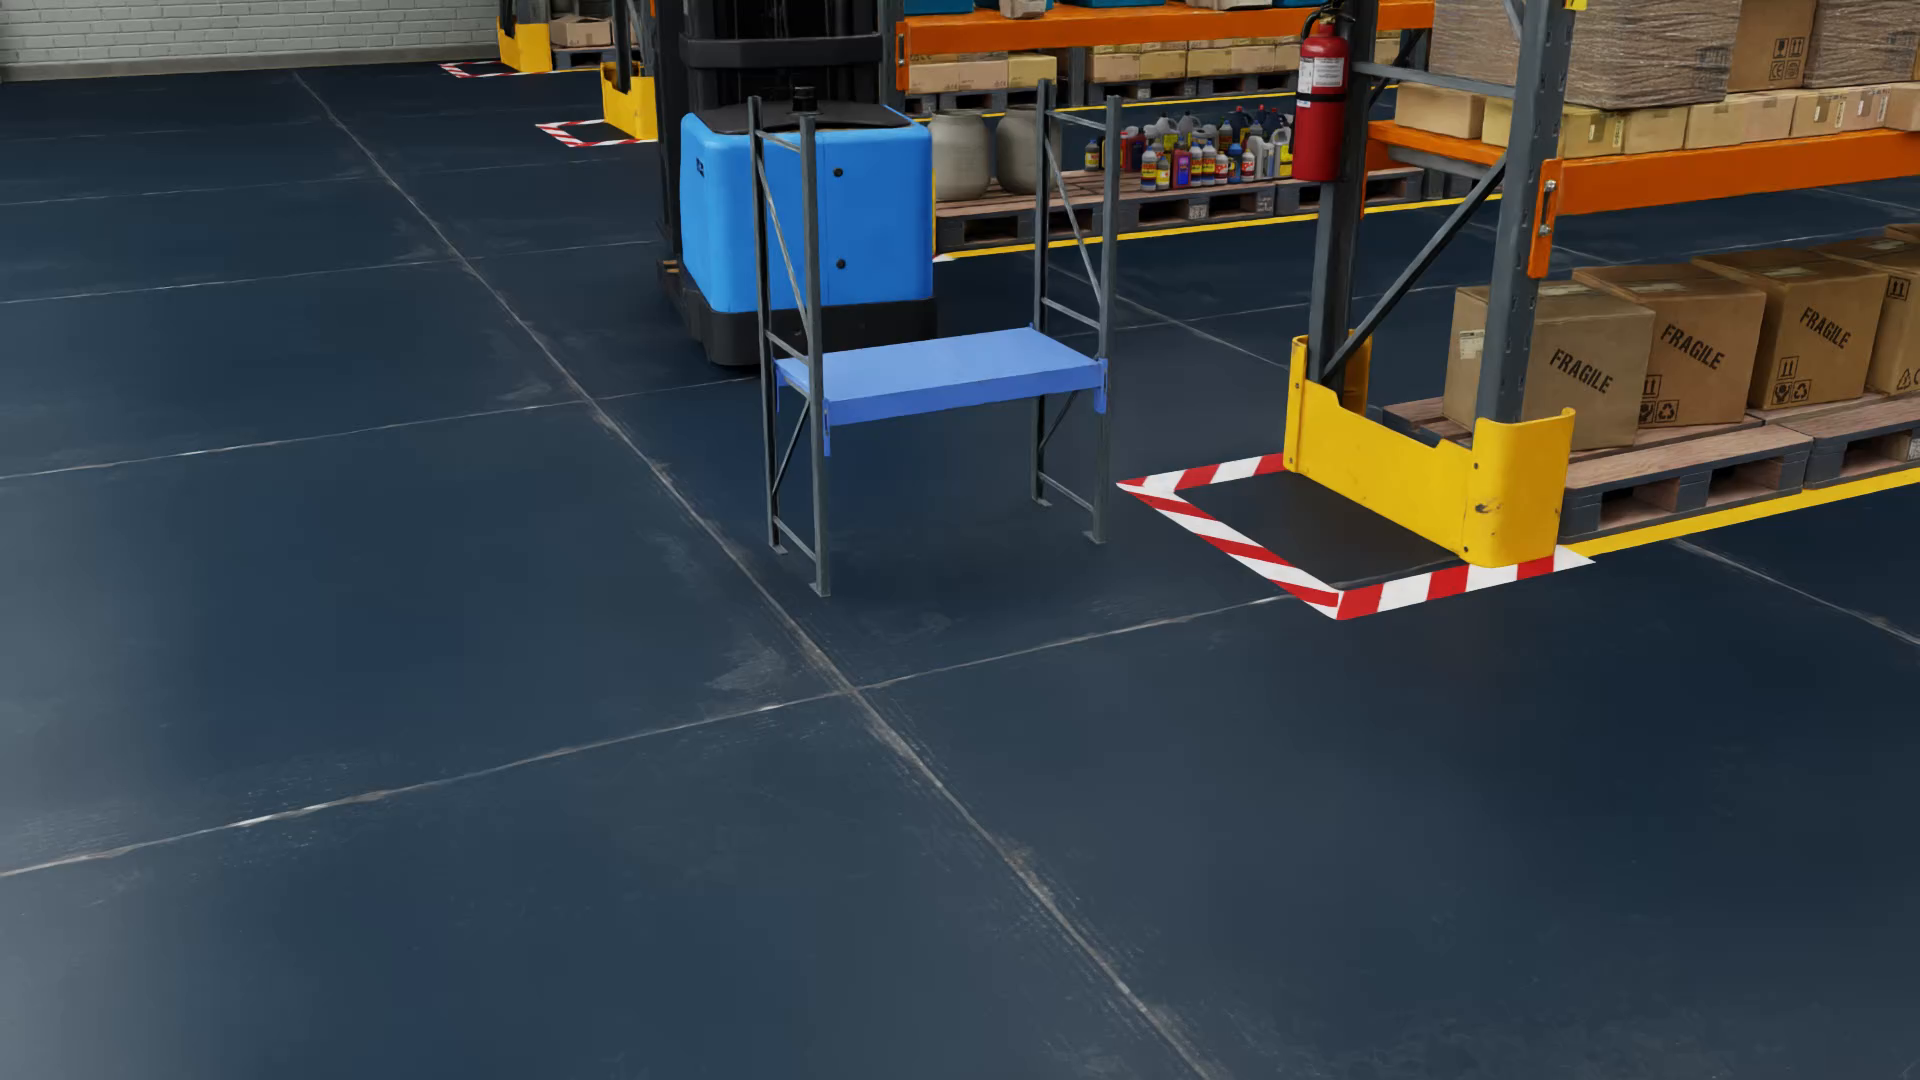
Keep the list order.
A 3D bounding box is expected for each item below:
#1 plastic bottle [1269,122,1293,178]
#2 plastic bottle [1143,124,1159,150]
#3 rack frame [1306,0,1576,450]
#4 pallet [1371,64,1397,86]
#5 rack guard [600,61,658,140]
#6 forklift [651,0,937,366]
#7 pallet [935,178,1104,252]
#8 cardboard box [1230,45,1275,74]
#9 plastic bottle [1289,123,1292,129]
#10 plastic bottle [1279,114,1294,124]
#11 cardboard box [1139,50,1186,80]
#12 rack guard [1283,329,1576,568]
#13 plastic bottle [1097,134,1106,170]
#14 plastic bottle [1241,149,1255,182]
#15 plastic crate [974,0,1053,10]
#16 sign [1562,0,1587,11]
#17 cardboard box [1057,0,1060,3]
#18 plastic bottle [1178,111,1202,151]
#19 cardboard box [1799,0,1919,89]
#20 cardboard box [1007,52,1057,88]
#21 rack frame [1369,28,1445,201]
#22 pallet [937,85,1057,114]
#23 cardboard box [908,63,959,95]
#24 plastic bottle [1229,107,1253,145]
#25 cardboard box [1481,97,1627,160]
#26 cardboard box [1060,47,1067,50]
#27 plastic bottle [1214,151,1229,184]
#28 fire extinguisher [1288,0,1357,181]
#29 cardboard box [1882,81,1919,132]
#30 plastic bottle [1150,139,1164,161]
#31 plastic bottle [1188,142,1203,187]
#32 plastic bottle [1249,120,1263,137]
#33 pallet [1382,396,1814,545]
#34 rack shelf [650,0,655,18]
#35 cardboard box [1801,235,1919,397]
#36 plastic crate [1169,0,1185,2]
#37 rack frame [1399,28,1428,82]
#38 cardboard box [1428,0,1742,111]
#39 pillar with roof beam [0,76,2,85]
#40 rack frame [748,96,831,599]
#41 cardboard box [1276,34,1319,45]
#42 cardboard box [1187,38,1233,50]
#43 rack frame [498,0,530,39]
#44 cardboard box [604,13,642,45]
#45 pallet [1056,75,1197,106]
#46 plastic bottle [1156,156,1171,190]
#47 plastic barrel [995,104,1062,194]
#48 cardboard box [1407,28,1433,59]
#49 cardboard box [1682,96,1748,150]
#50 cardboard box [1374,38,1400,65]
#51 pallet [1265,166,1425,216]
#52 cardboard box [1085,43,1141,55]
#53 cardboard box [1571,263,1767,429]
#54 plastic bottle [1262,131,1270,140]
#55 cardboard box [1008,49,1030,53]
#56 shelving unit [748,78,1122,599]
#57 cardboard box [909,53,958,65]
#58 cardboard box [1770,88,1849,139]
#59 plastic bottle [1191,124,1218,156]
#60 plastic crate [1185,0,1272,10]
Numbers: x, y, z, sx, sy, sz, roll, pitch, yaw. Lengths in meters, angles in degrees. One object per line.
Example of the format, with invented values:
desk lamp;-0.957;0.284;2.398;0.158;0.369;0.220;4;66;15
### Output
plastic bottle;2.107;-2.559;10.899;0.185;0.351;0.144;-11;25;-24
plastic bottle;1.251;-2.664;11.250;0.135;0.276;0.152;-11;25;-25
rack frame;1.570;-1.501;5.455;0.127;3.000;1.000;-10;25;-24
pallet;3.727;-4.831;17.145;1.213;0.211;1.003;-10;25;-24
rack guard;-2.745;-3.757;14.172;0.348;0.500;1.175;-10;25;-24
forklift;-1.014;-2.670;8.368;1.130;2.935;3.031;-6;23;-15
pallet;0.204;-2.081;10.502;1.213;0.211;1.003;-10;25;-24
cardboard box;2.738;-4.740;16.324;0.500;0.250;0.500;-10;24;-23
plastic bottle;2.316;-2.818;11.613;0.133;0.283;0.061;-10;25;-24
plastic bottle;2.269;-2.852;11.703;0.135;0.276;0.152;-9;24;-22
cardboard box;1.813;-4.569;15.911;0.500;0.250;0.500;-10;24;-22
rack guard;1.639;-0.359;5.963;0.348;0.500;1.175;-10;25;-24
plastic bottle;0.984;-2.638;11.177;0.133;0.283;0.061;-10;24;-22
plastic bottle;1.864;-2.436;10.796;0.097;0.201;0.097;0;22;0
plastic crate;0.331;-3.431;10.312;0.408;0.251;0.499;-10;25;-24
sign;1.805;-1.714;4.837;0.005;0.325;0.100;-10;25;-24
cardboard box;1.193;-6.815;20.985;0.500;0.500;0.700;-10;25;-24
plastic bottle;1.566;-2.758;11.380;0.185;0.351;0.144;-11;25;-24
cardboard box;2.945;-1.959;6.041;0.500;0.500;0.875;-10;25;-24
cardboard box;0.558;-4.351;15.384;0.500;0.250;0.500;-10;25;-24
rack frame;3.026;-3.872;11.181;0.127;3.000;1.000;-10;25;-24
pallet;0.147;-4.173;15.556;1.213;0.211;1.003;-10;25;-24
cardboard box;-0.341;-4.183;14.980;0.500;0.250;0.500;-10;25;-24
plastic bottle;1.949;-2.829;11.550;0.185;0.351;0.144;-12;25;-26
cardboard box;1.930;-1.350;5.418;0.250;0.149;0.380;-10;25;-24
cardboard box;1.122;-4.928;16.046;0.500;0.311;0.500;-10;25;-24
plastic bottle;1.679;-2.402;10.714;0.097;0.201;0.097;0;22;0
fire extinguisher;1.267;-1.605;5.807;0.183;0.674;0.296;-10;25;-24
cardboard box;3.324;-1.566;5.939;0.250;0.149;0.380;-10;25;-24
plastic bottle;1.322;-2.590;11.168;0.097;0.201;0.097;0;22;0
plastic bottle;1.500;-2.401;10.620;0.097;0.271;0.097;0;22;0
plastic bottle;2.041;-2.758;11.482;0.097;0.271;0.097;0;22;0
pallet;2.386;-0.348;6.315;1.213;0.211;1.003;-10;25;-24
rack shelf;-0.921;-4.915;14.643;4.000;0.370;1.077;-10;25;-24
cardboard box;3.758;-0.924;6.778;0.500;0.500;0.500;-13;26;-28
plastic crate;1.681;-3.646;10.913;0.662;0.188;0.450;-10;25;-24
rack frame;4.485;-6.243;16.910;0.127;3.000;1.000;-10;25;-24
cardboard box;2.078;-1.767;5.576;0.500;0.500;0.875;-10;25;-24
pillar with roof beam;-8.158;-7.330;11.691;0.400;9.000;9.100;-10;25;-24
rack frame;-0.535;-0.594;5.225;0.032;1.500;0.500;-10;25;-24
cardboard box;3.199;-5.083;16.419;0.500;0.311;0.500;-11;25;-24
cardboard box;2.281;-4.912;16.008;0.500;0.311;0.500;-11;25;-25
rack frame;-4.875;-6.622;17.826;0.127;3.000;1.000;-10;25;-24
cardboard box;-3.699;-5.762;18.687;0.500;0.311;0.500;-8;24;-19
pallet;1.528;-4.427;16.168;1.213;0.211;1.003;-10;25;-24
plastic bottle;1.284;-2.329;10.538;0.097;0.201;0.097;0;22;0
plastic barrel;0.433;-2.471;10.502;0.421;0.512;0.421;0;22;0
cardboard box;5.020;-5.268;17.248;0.500;0.500;0.500;-9;24;-21
cardboard box;2.396;-1.421;5.590;0.250;0.149;0.380;-10;25;-24
cardboard box;4.117;-4.995;16.941;0.500;0.250;0.500;-10;24;-22
pallet;2.403;-2.486;11.480;1.213;0.211;1.003;-10;25;-24
cardboard box;1.362;-4.745;15.603;0.500;0.311;0.500;-10;25;-23
cardboard box;2.664;-0.749;6.357;0.500;0.500;0.500;-4;23;-10
plastic bottle;2.039;-2.559;10.987;0.133;0.283;0.061;-10;25;-24
cardboard box;0.328;-4.880;15.684;0.500;0.500;0.500;-10;25;-24
shelving unit;-0.077;-0.679;5.429;1.048;1.500;0.538;-10;25;-24
cardboard box;-0.346;-4.534;14.847;0.500;0.500;0.500;-10;25;-24
cardboard box;2.840;-1.509;5.802;0.250;0.149;0.380;-10;25;-24
plastic bottle;1.653;-2.677;11.281;0.135;0.276;0.152;-10;25;-24
plastic crate;1.673;-3.393;10.370;0.437;0.136;0.530;-10;25;-24
